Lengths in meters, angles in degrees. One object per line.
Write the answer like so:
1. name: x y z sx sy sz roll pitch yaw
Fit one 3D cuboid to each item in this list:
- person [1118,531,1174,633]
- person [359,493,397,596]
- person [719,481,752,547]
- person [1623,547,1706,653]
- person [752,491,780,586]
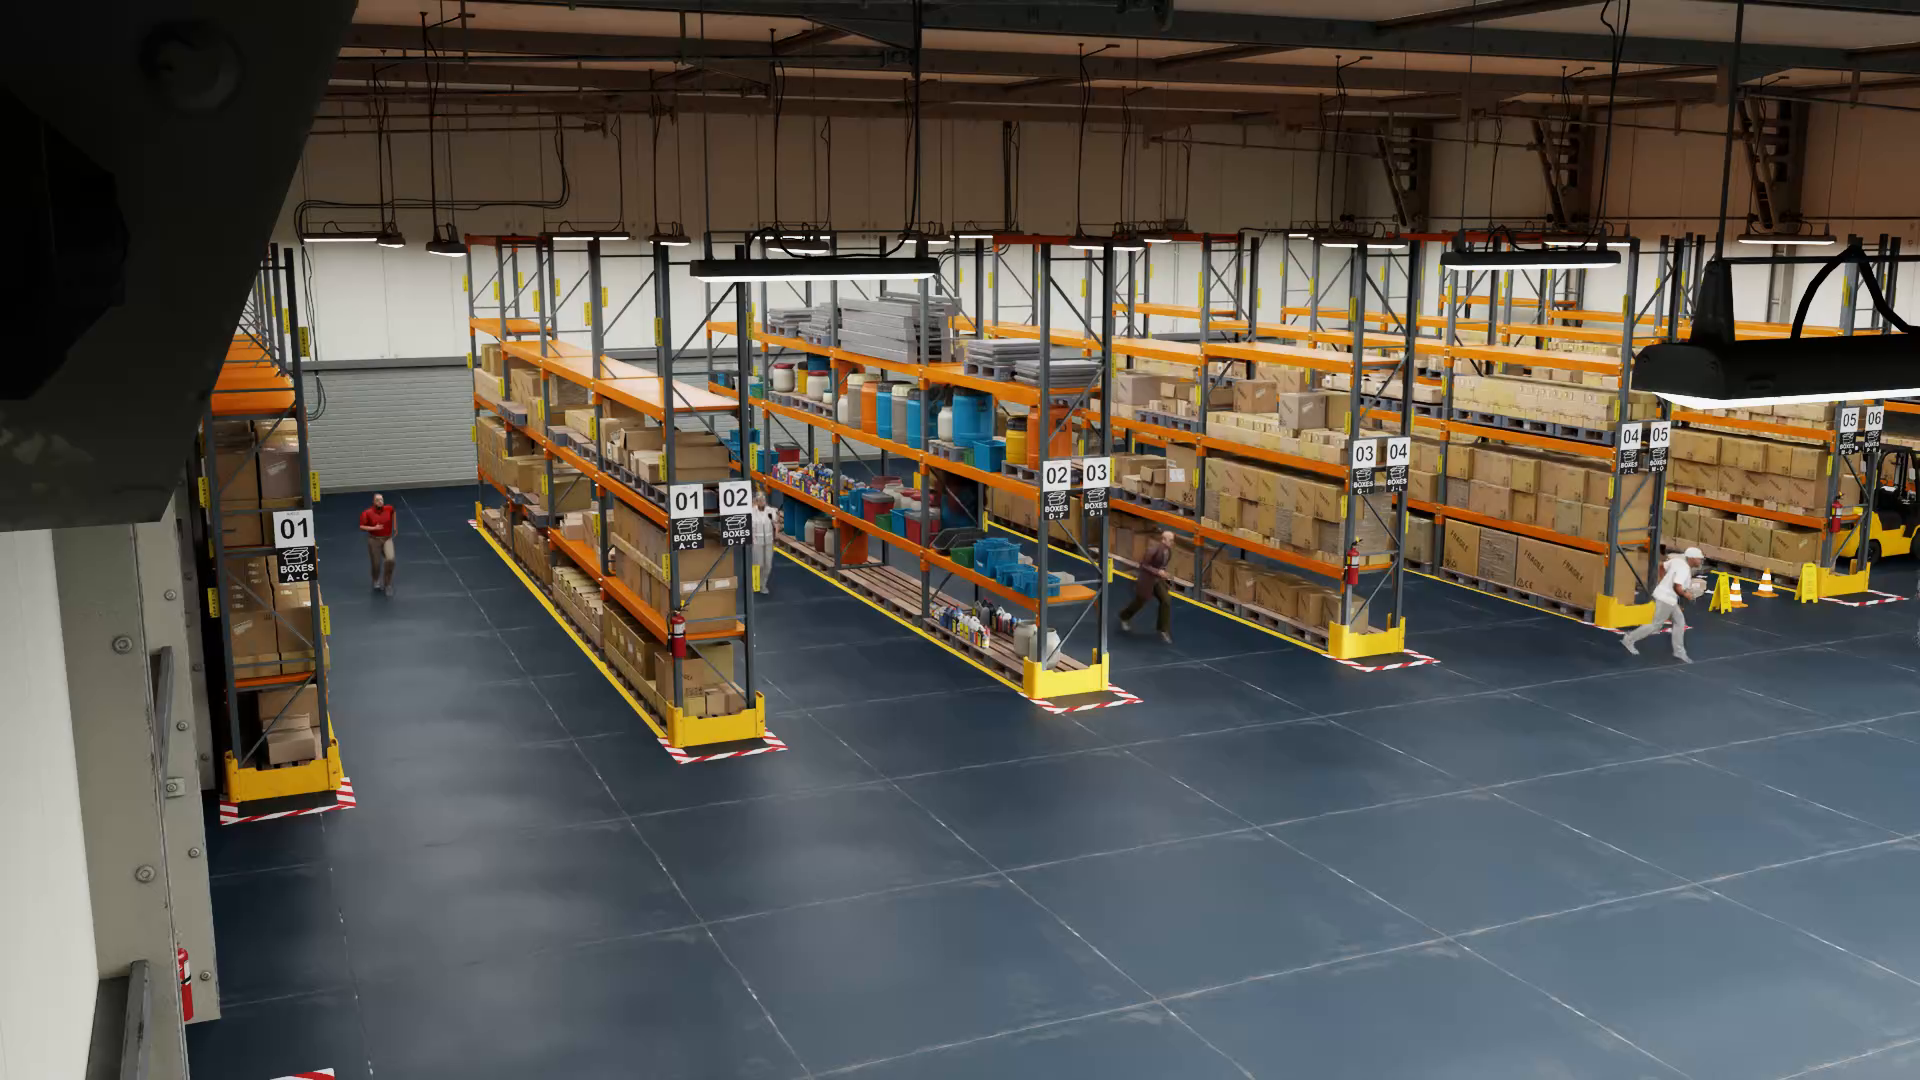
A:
1. person: 2.851 0.582 25.335 0.998 1.565 0.753 10 15 42
2. person: -9.888 0.071 28.342 0.686 1.777 0.876 -8 13 -35
3. person: 6.722 0.579 21.836 15.335 3.207 12.036 6 12 28
4. person: 10.156 0.862 24.002 1.021 1.575 0.743 2 11 10
5. person: -3.378 -0.019 28.437 0.653 1.663 0.591 -5 12 -24
